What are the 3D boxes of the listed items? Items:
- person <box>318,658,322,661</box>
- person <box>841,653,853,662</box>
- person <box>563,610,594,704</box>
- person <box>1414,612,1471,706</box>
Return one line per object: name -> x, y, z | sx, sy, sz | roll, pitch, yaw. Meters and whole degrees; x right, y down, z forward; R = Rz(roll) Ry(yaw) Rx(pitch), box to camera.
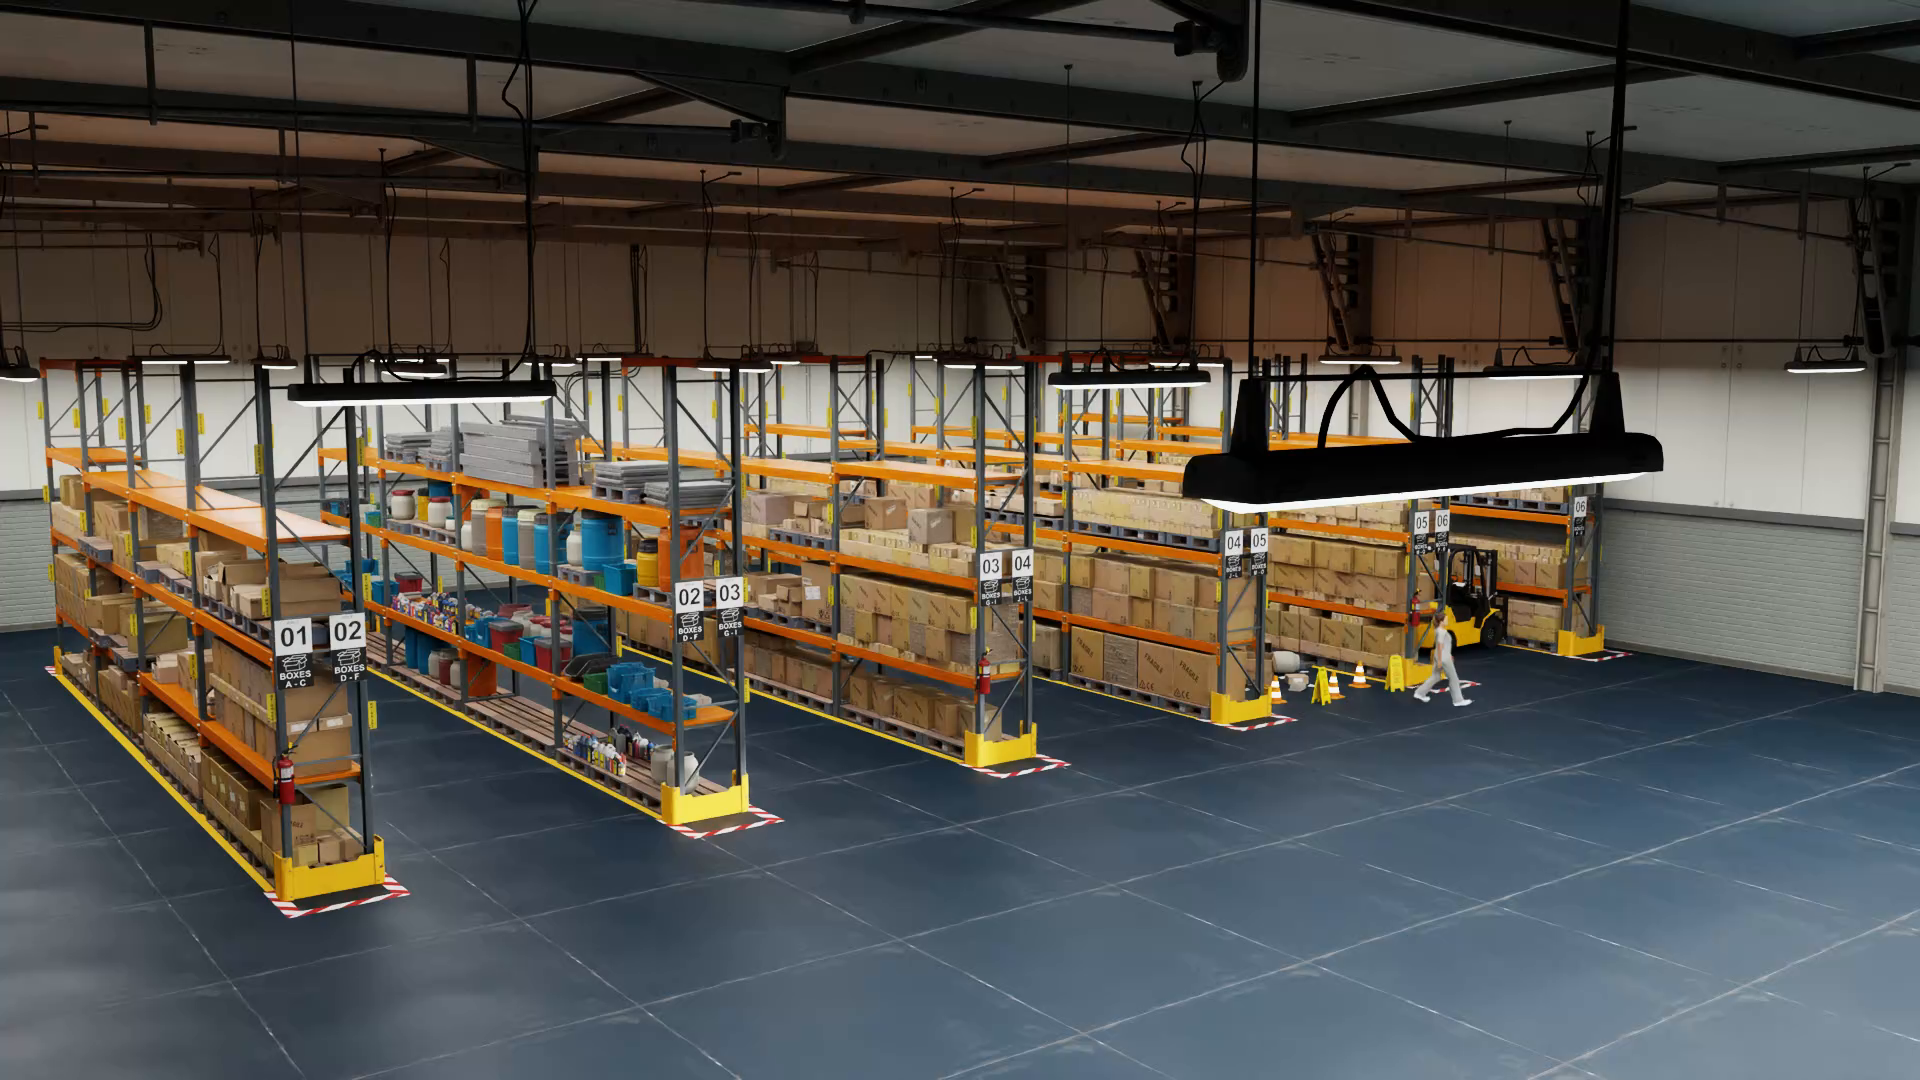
person -> -9.608, 2.533, 24.978 | 0.565, 1.588, 1.034 | -5, 9, -38
person -> -2.264, 1.722, 32.025 | 0.567, 1.561, 0.473 | 4, 8, 28
person -> -6.680, 2.018, 29.044 | 0.541, 1.673, 1.057 | -5, 8, -33
person -> 8.382, 2.058, 28.817 | 0.965, 1.634, 0.462 | 1, 7, 6
